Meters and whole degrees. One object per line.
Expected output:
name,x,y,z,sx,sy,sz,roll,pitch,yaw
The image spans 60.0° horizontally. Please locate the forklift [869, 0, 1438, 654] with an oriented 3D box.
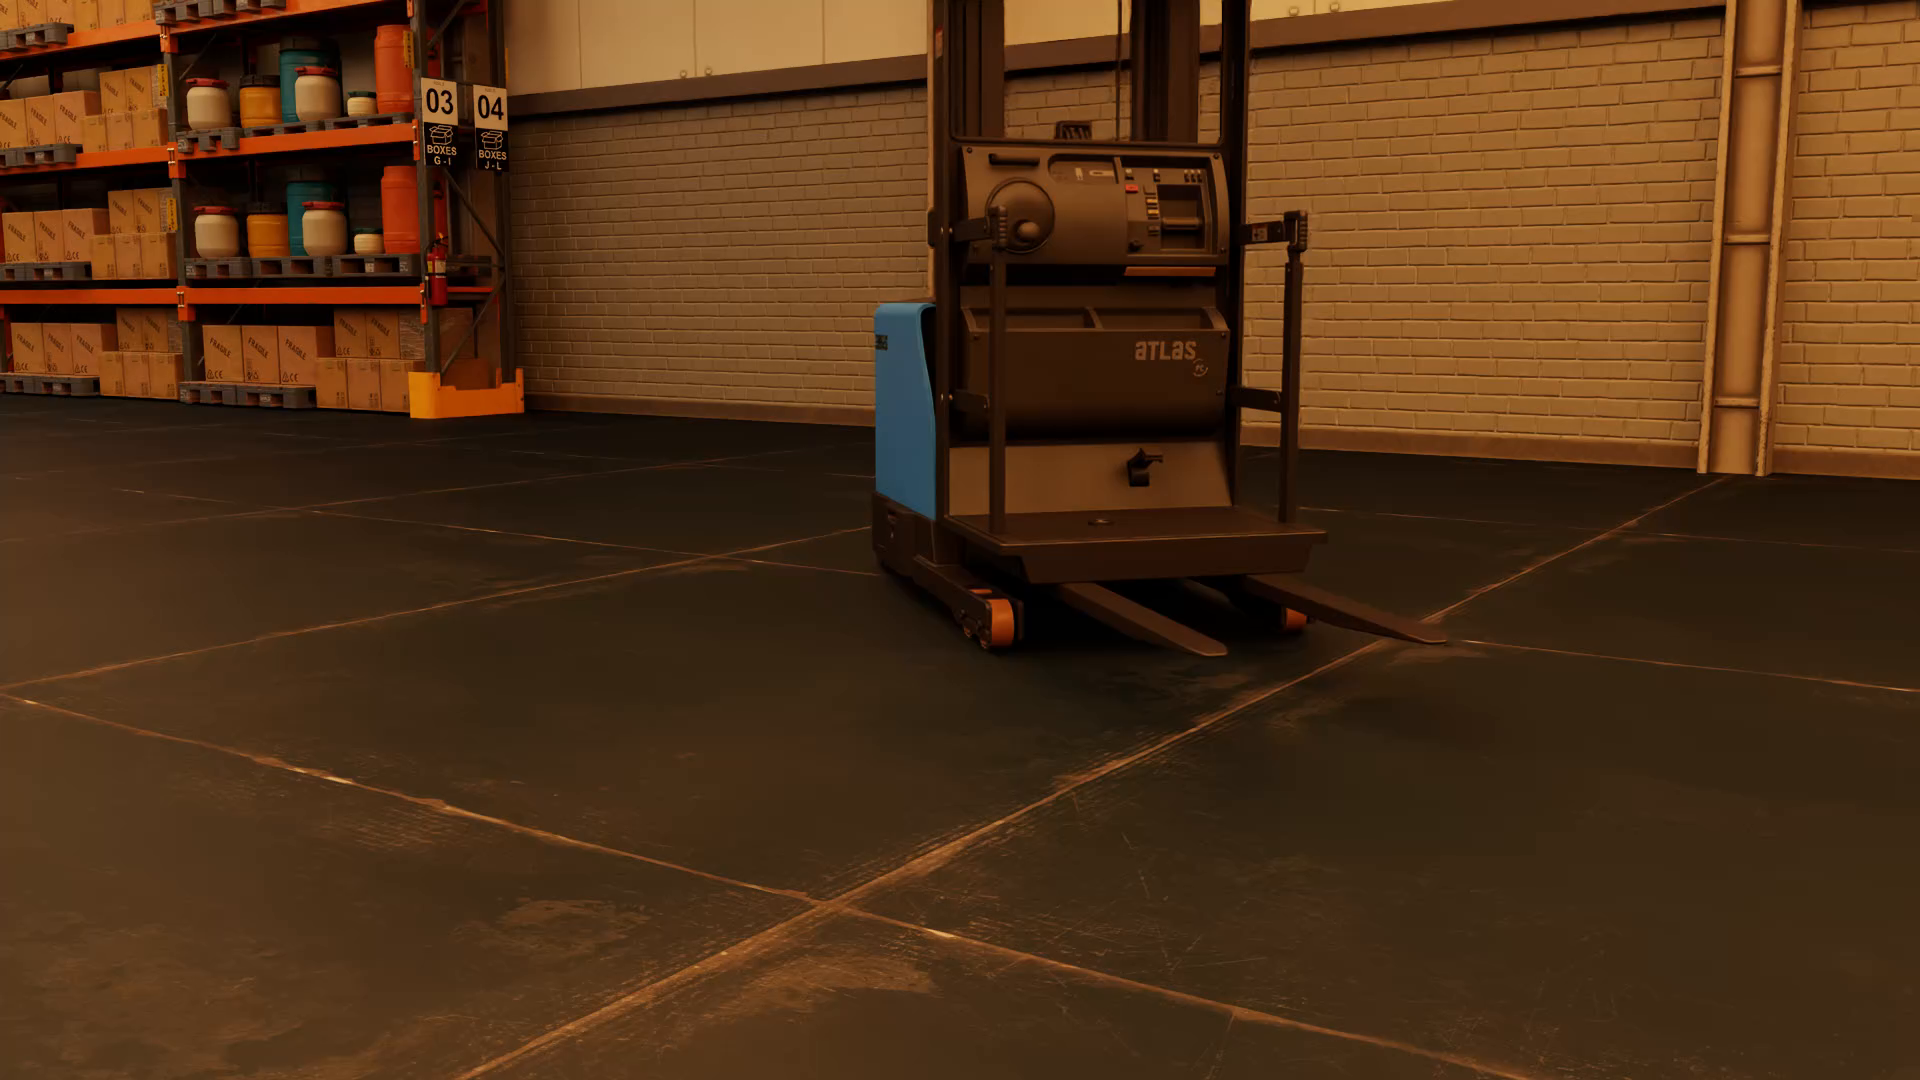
forklift,0.507,-1.174,5.450,1.130,2.935,3.031,-2,8,-15
